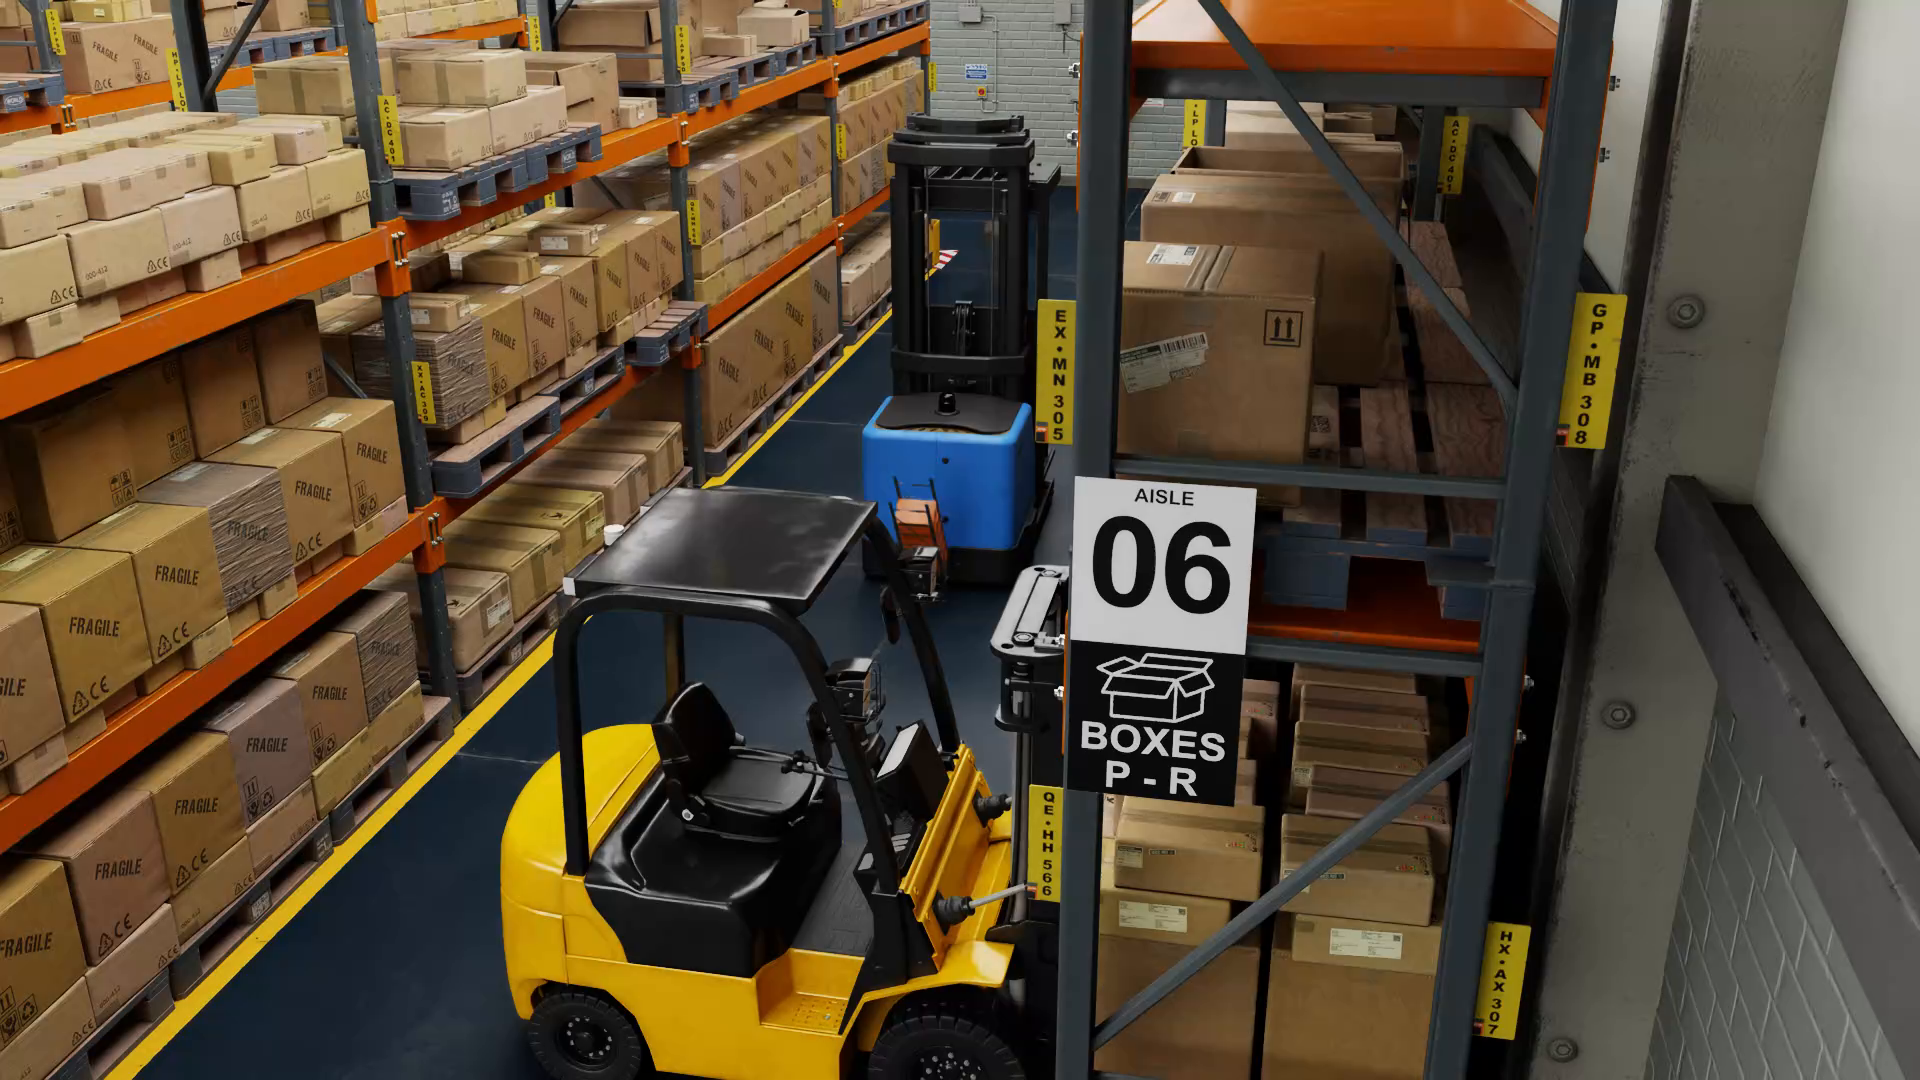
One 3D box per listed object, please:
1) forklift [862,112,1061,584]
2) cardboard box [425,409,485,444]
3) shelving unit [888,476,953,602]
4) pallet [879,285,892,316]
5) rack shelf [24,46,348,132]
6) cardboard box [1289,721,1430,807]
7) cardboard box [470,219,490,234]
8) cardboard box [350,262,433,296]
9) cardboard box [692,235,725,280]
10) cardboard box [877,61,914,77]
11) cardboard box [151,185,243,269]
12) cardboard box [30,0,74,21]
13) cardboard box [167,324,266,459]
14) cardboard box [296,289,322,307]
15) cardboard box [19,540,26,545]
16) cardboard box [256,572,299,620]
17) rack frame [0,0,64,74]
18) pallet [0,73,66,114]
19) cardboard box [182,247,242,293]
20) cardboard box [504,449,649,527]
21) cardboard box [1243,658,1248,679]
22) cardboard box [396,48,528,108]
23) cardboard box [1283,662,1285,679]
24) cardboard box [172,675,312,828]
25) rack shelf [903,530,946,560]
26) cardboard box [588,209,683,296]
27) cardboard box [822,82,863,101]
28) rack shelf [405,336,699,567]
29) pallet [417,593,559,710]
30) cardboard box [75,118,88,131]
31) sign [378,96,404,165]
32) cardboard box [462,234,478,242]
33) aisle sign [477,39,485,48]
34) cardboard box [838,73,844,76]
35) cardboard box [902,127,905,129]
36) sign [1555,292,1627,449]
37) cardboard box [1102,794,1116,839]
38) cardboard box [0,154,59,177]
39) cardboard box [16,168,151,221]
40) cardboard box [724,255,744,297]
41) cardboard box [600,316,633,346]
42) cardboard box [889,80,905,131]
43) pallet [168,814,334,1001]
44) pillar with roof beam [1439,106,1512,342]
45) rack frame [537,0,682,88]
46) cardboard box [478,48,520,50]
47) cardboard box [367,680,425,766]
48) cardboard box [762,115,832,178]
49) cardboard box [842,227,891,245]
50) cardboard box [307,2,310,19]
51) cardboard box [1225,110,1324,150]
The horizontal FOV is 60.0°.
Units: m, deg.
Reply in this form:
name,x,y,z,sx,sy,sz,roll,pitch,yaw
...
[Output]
name,x,y,z,sx,sy,sz,roll,pitch,yaw
forklift,0.108,-1.589,11.875,1.130,2.935,3.031,4,22,9
cardboard box,-2.875,-0.651,9.229,0.380,0.149,0.250,5,22,12
shelving unit,-0.235,0.012,10.393,0.258,1.200,0.189,4,60,9
pallet,-1.186,-2.747,18.391,1.003,0.211,1.213,4,22,11
rack shelf,-6.940,-3.987,14.686,1.077,0.370,4.000,4,22,11
cardboard box,1.150,0.663,4.793,0.380,0.149,0.250,5,22,12
cardboard box,-5.726,-3.675,19.421,0.380,0.149,0.250,5,23,13
cardboard box,-3.296,-1.514,9.635,0.380,0.149,0.250,4,22,9
cardboard box,-2.136,-2.186,12.799,0.500,0.250,0.500,4,22,11
cardboard box,-0.725,-5.252,18.540,0.380,0.149,0.250,4,22,10
cardboard box,-3.344,-1.302,6.860,0.500,0.250,0.500,4,22,10
cardboard box,-7.430,-4.347,13.459,0.396,0.266,0.258,4,22,11
cardboard box,-3.725,-0.713,7.739,0.700,0.500,0.500,5,22,11
cardboard box,-6.541,-2.219,16.131,0.500,0.500,0.500,4,22,10
cardboard box,-3.938,0.115,7.021,0.500,0.500,0.500,5,22,12
cardboard box,-3.269,0.234,7.593,0.380,0.149,0.250,4,22,10
rack frame,-7.348,-4.981,12.175,1.000,3.000,0.127,4,22,11
pallet,-7.427,-3.262,12.176,1.213,0.211,1.003,6,23,13
cardboard box,-3.287,-1.156,7.029,0.380,0.149,0.250,5,22,12
cardboard box,-2.749,-0.357,11.681,0.950,0.372,0.625,4,22,10
cardboard box,0.728,0.433,5.362,0.380,0.149,0.250,5,22,12
cardboard box,-2.694,-2.509,9.024,0.500,0.250,0.500,4,22,10
cardboard box,1.630,0.303,6.953,0.500,0.500,0.500,5,22,12
cardboard box,-3.360,0.948,7.600,0.500,0.500,0.500,6,23,14
rack shelf,-0.230,0.034,10.431,0.258,0.103,0.180,4,60,9
cardboard box,-2.302,-2.049,11.833,0.500,0.500,0.500,4,22,9
cardboard box,-1.188,-4.505,16.684,0.380,0.149,0.250,4,22,11
rack shelf,-2.889,-0.793,10.769,1.077,0.370,4.000,4,22,11
pallet,-3.140,0.614,10.047,1.003,0.211,1.213,4,22,11
cardboard box,-10.699,-4.847,19.677,0.500,0.250,0.500,4,22,11
sign,-2.765,-1.987,8.066,0.100,0.325,0.005,4,22,11
cardboard box,-5.811,-3.447,19.252,0.380,0.149,0.250,6,23,14
aisle sign,-5.994,-6.379,20.198,0.394,0.787,0.004,4,22,11
cardboard box,-1.471,-5.012,17.944,0.380,0.149,0.250,5,22,11
cardboard box,-0.901,-4.262,18.287,0.500,0.500,0.500,5,22,12
sign,1.288,-0.344,3.401,0.100,0.325,0.005,4,22,11
cardboard box,0.566,0.854,4.716,0.380,0.149,0.250,5,22,12
cardboard box,-3.893,-1.469,6.739,0.380,0.149,0.250,4,22,10
cardboard box,-3.371,-1.333,6.401,0.380,0.149,0.250,5,22,12
cardboard box,-2.048,-2.137,13.345,0.500,0.250,0.500,4,22,9
cardboard box,-2.411,-1.406,11.103,0.380,0.149,0.250,5,22,12
cardboard box,-0.896,-4.725,18.099,0.500,0.500,0.500,4,22,11
pallet,-3.647,1.595,7.612,1.003,0.211,1.213,4,22,11
pillar with roof beam,-1.219,-4.046,9.854,9.100,9.000,0.400,4,22,11
rack frame,-2.481,-4.640,11.330,1.000,3.000,0.127,4,22,11
cardboard box,-5.565,-5.586,19.837,0.500,0.500,0.500,4,22,10
cardboard box,-3.155,0.923,8.666,0.500,0.250,0.500,5,23,13
cardboard box,-1.510,-3.648,15.425,0.500,0.500,0.500,5,23,13
cardboard box,-1.064,-3.205,18.665,0.875,0.438,0.875,5,22,12
cardboard box,-6.686,-5.403,16.770,0.500,0.250,0.500,3,22,8
cardboard box,1.472,-1.892,7.945,0.500,0.311,0.500,4,22,9
